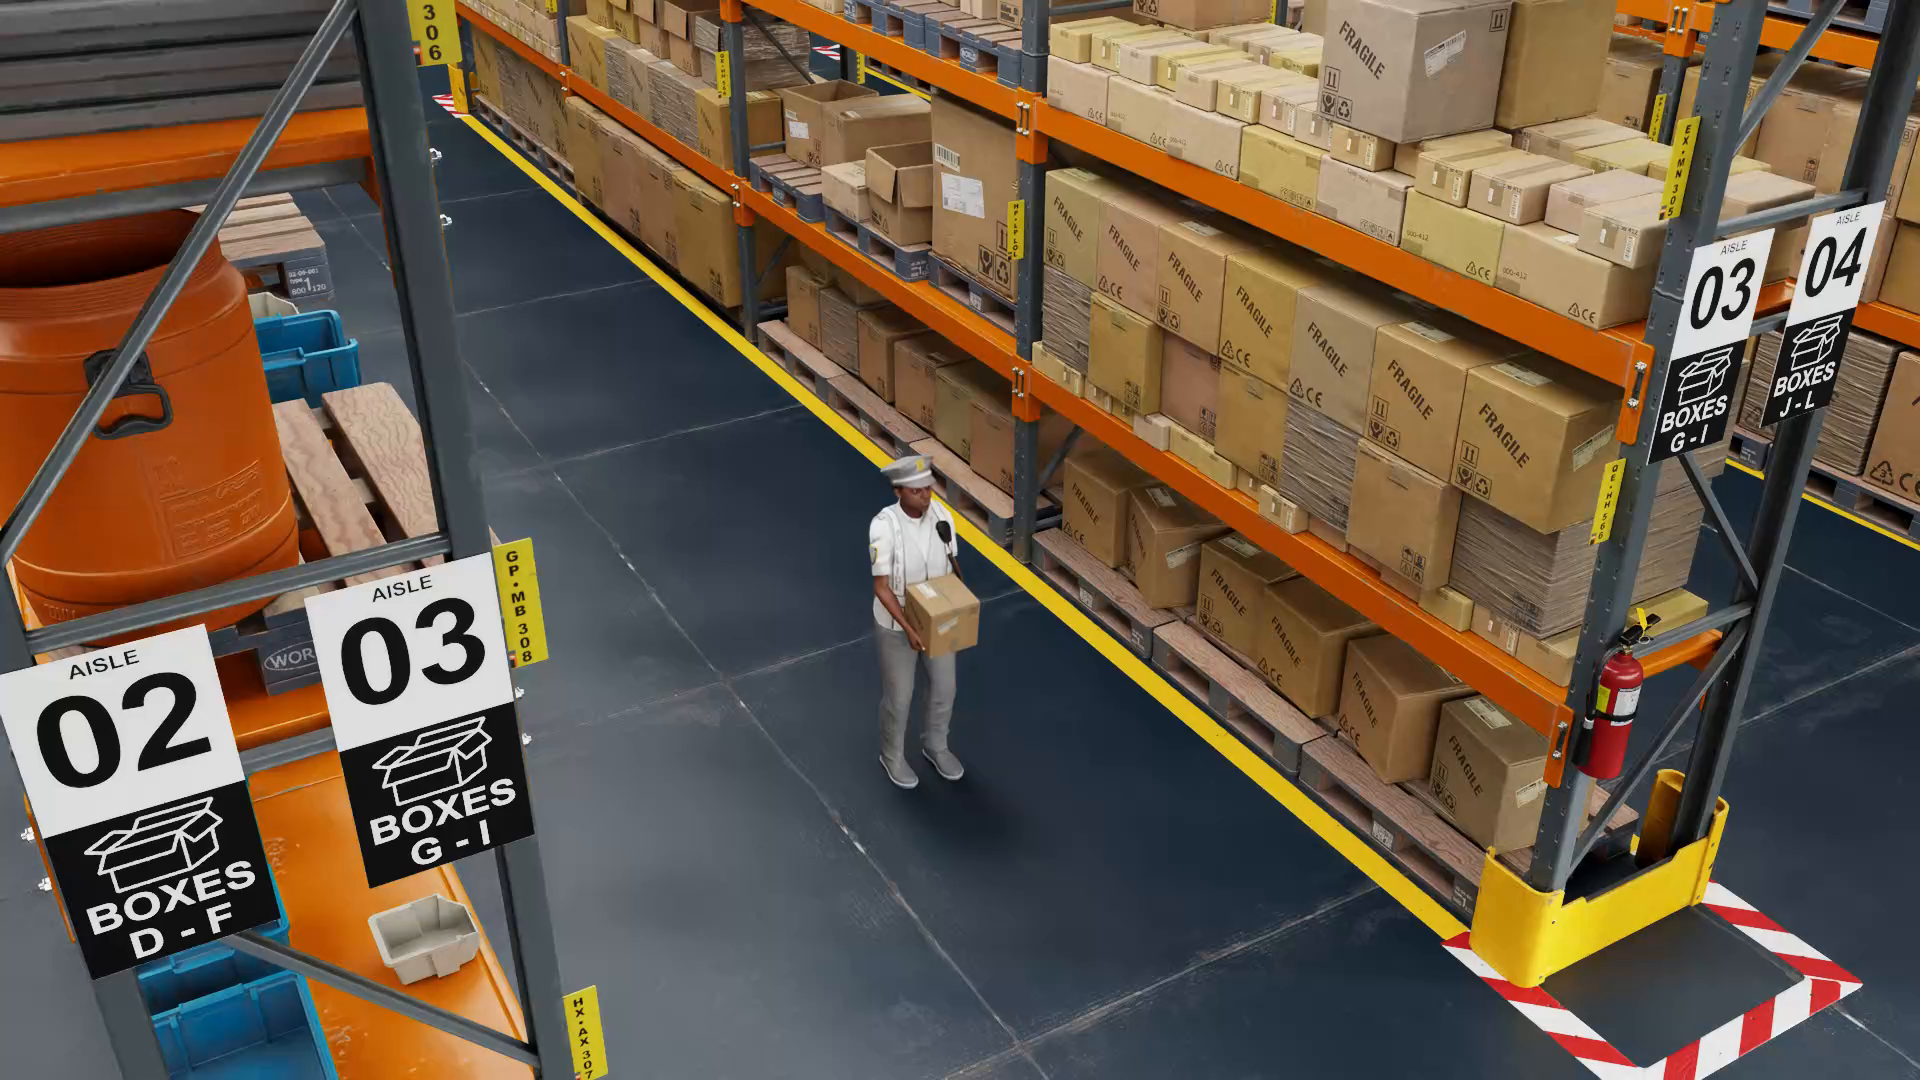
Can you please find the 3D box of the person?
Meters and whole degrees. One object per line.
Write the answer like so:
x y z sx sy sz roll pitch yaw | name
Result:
-0.170 0.398 7.809 0.460 1.692 0.515 -16 33 -26 | person
